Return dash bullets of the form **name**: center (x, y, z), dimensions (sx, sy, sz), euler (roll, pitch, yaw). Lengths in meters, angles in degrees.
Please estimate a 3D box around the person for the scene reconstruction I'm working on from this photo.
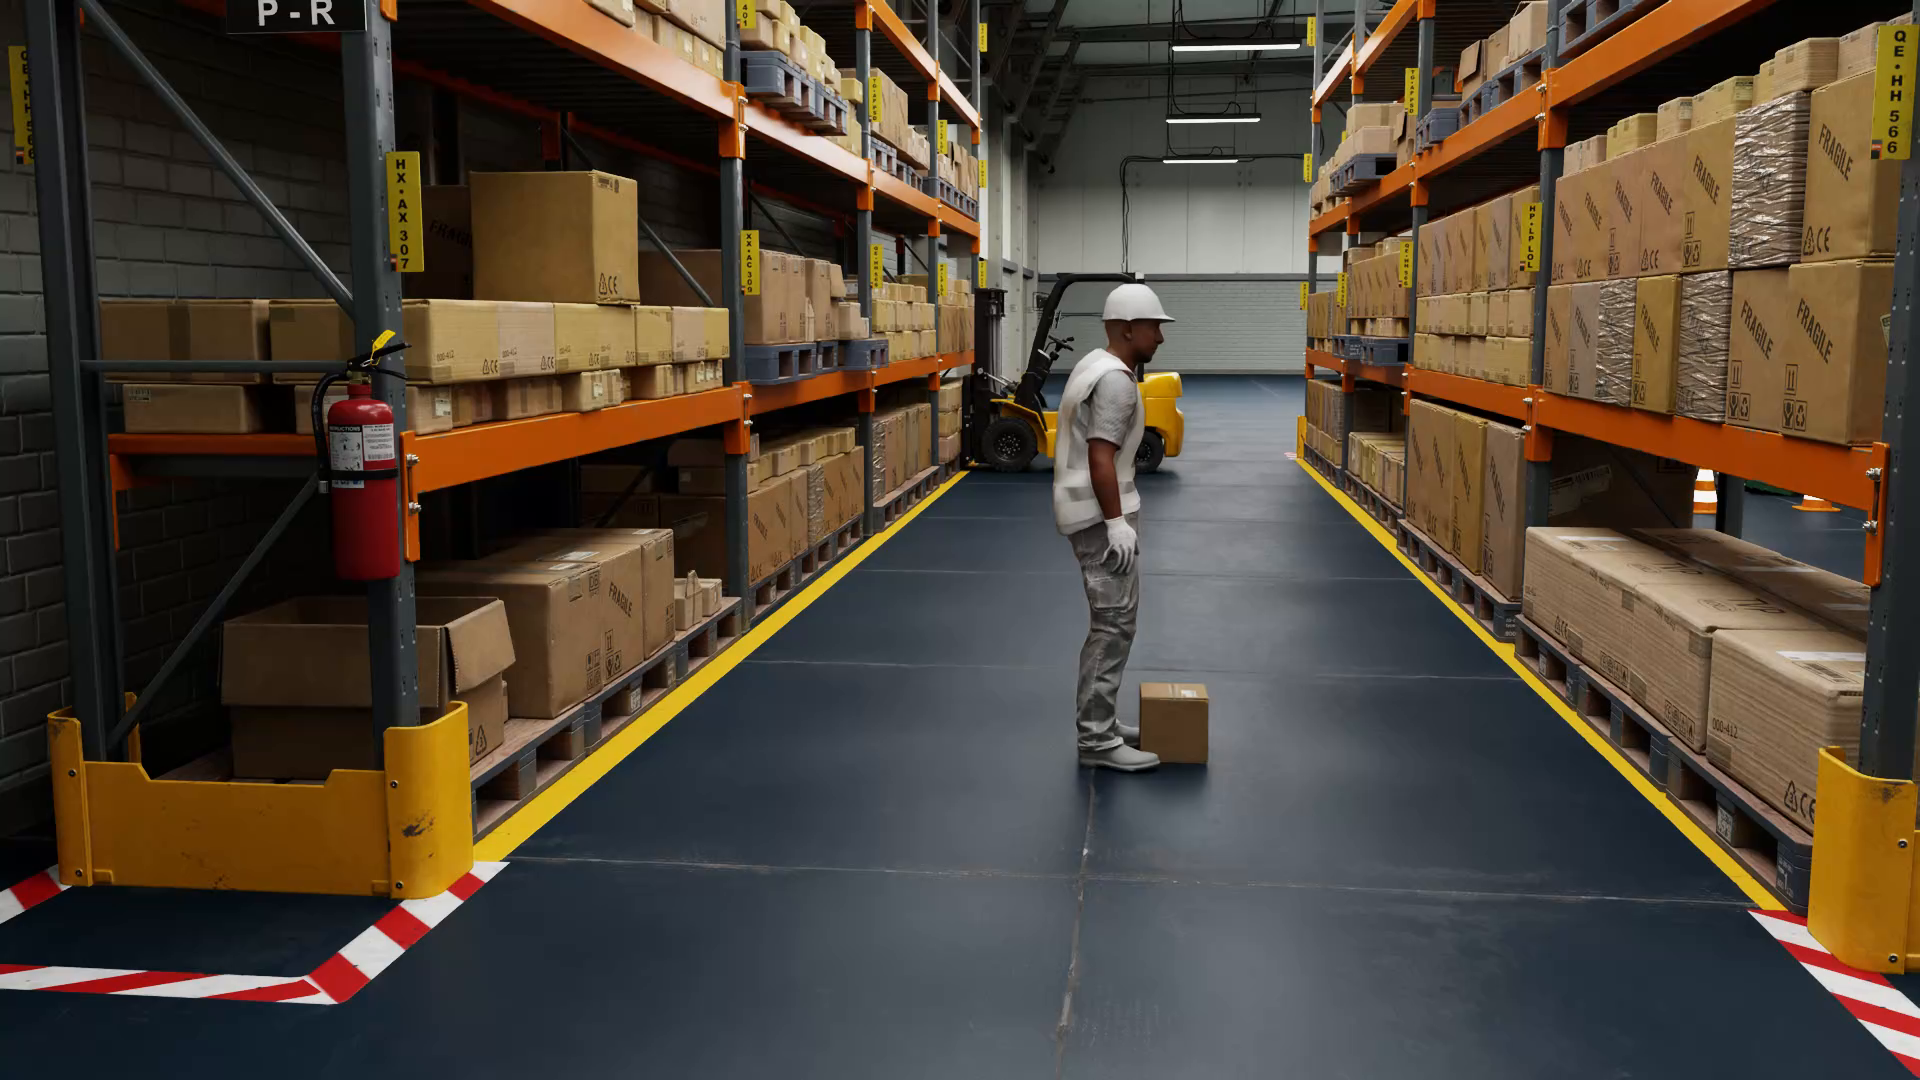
- **person**: center (0.572, -0.062, 6.227), dimensions (0.451, 1.772, 0.619), euler (0, 8, 3)
